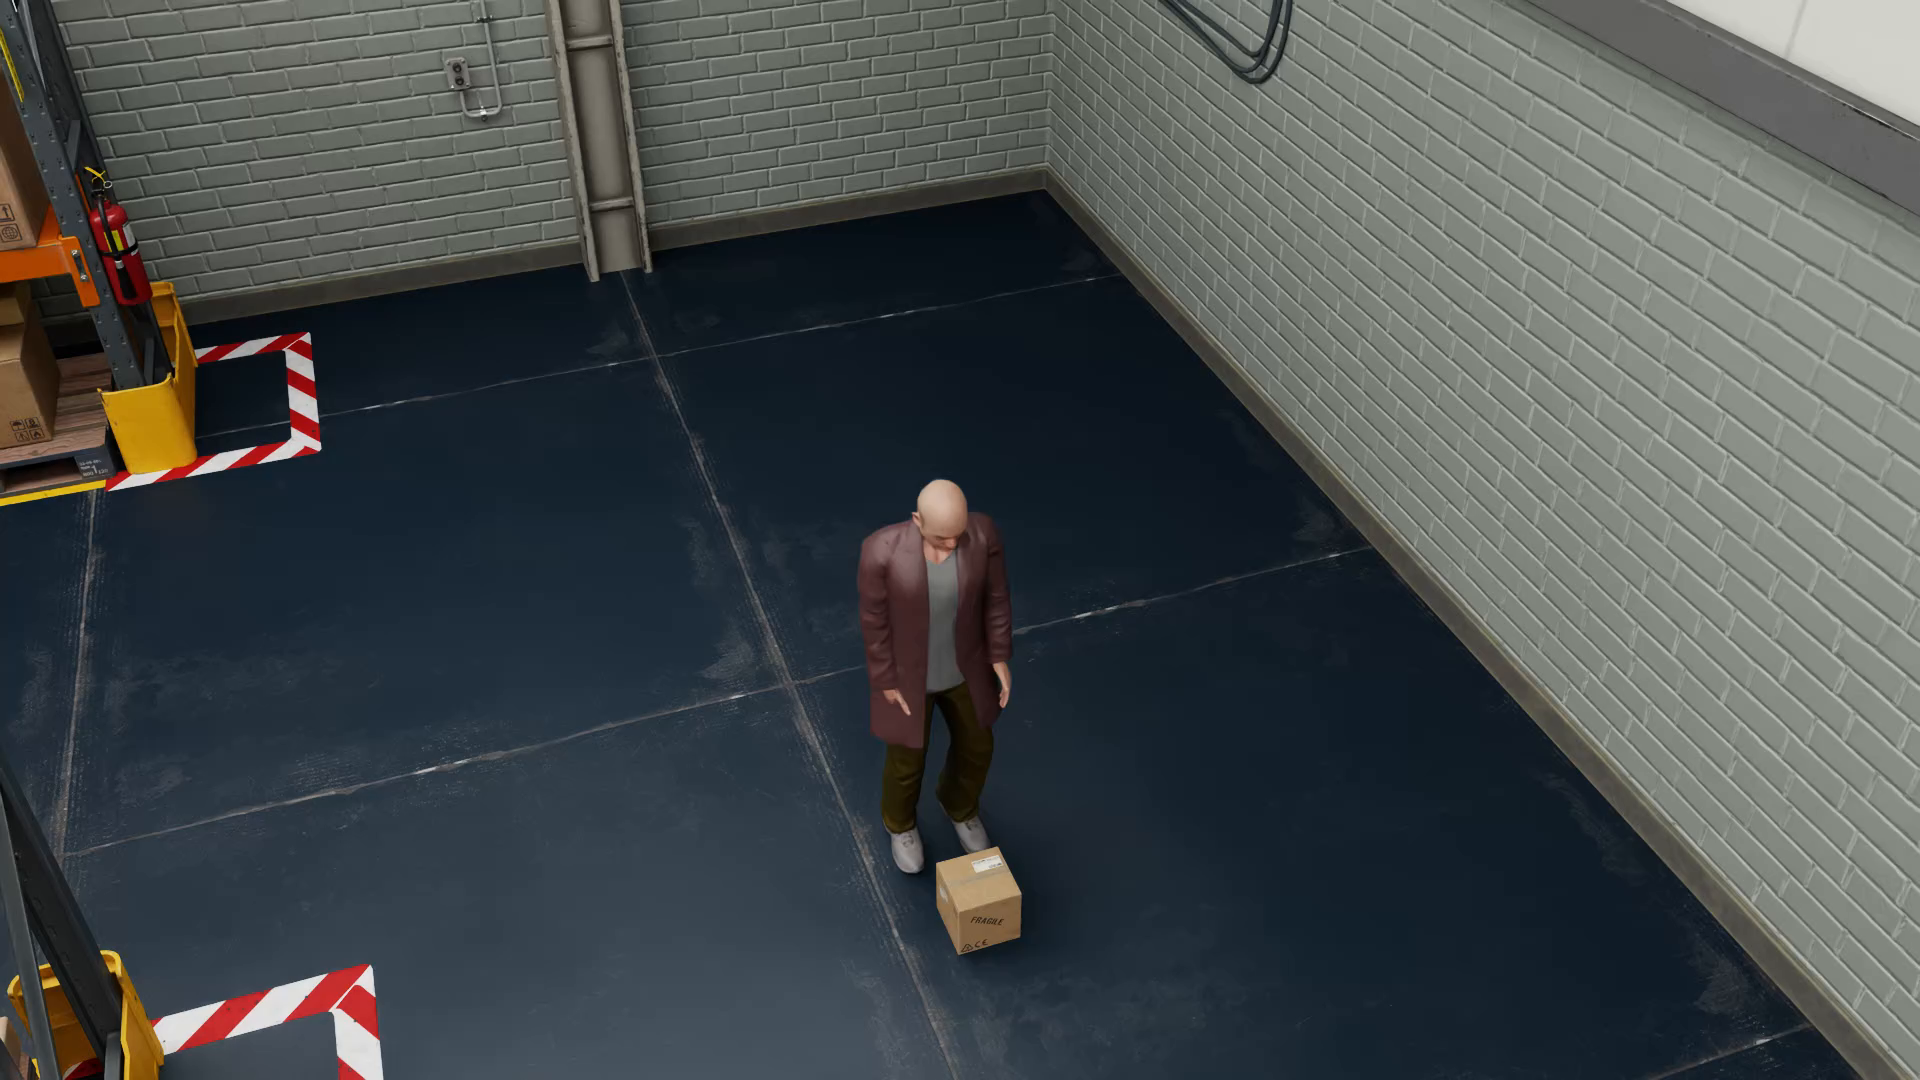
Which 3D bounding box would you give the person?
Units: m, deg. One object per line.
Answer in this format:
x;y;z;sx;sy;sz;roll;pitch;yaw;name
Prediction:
-0.076;0.488;6.181;0.575;1.756;0.389;-12;39;-15;person
